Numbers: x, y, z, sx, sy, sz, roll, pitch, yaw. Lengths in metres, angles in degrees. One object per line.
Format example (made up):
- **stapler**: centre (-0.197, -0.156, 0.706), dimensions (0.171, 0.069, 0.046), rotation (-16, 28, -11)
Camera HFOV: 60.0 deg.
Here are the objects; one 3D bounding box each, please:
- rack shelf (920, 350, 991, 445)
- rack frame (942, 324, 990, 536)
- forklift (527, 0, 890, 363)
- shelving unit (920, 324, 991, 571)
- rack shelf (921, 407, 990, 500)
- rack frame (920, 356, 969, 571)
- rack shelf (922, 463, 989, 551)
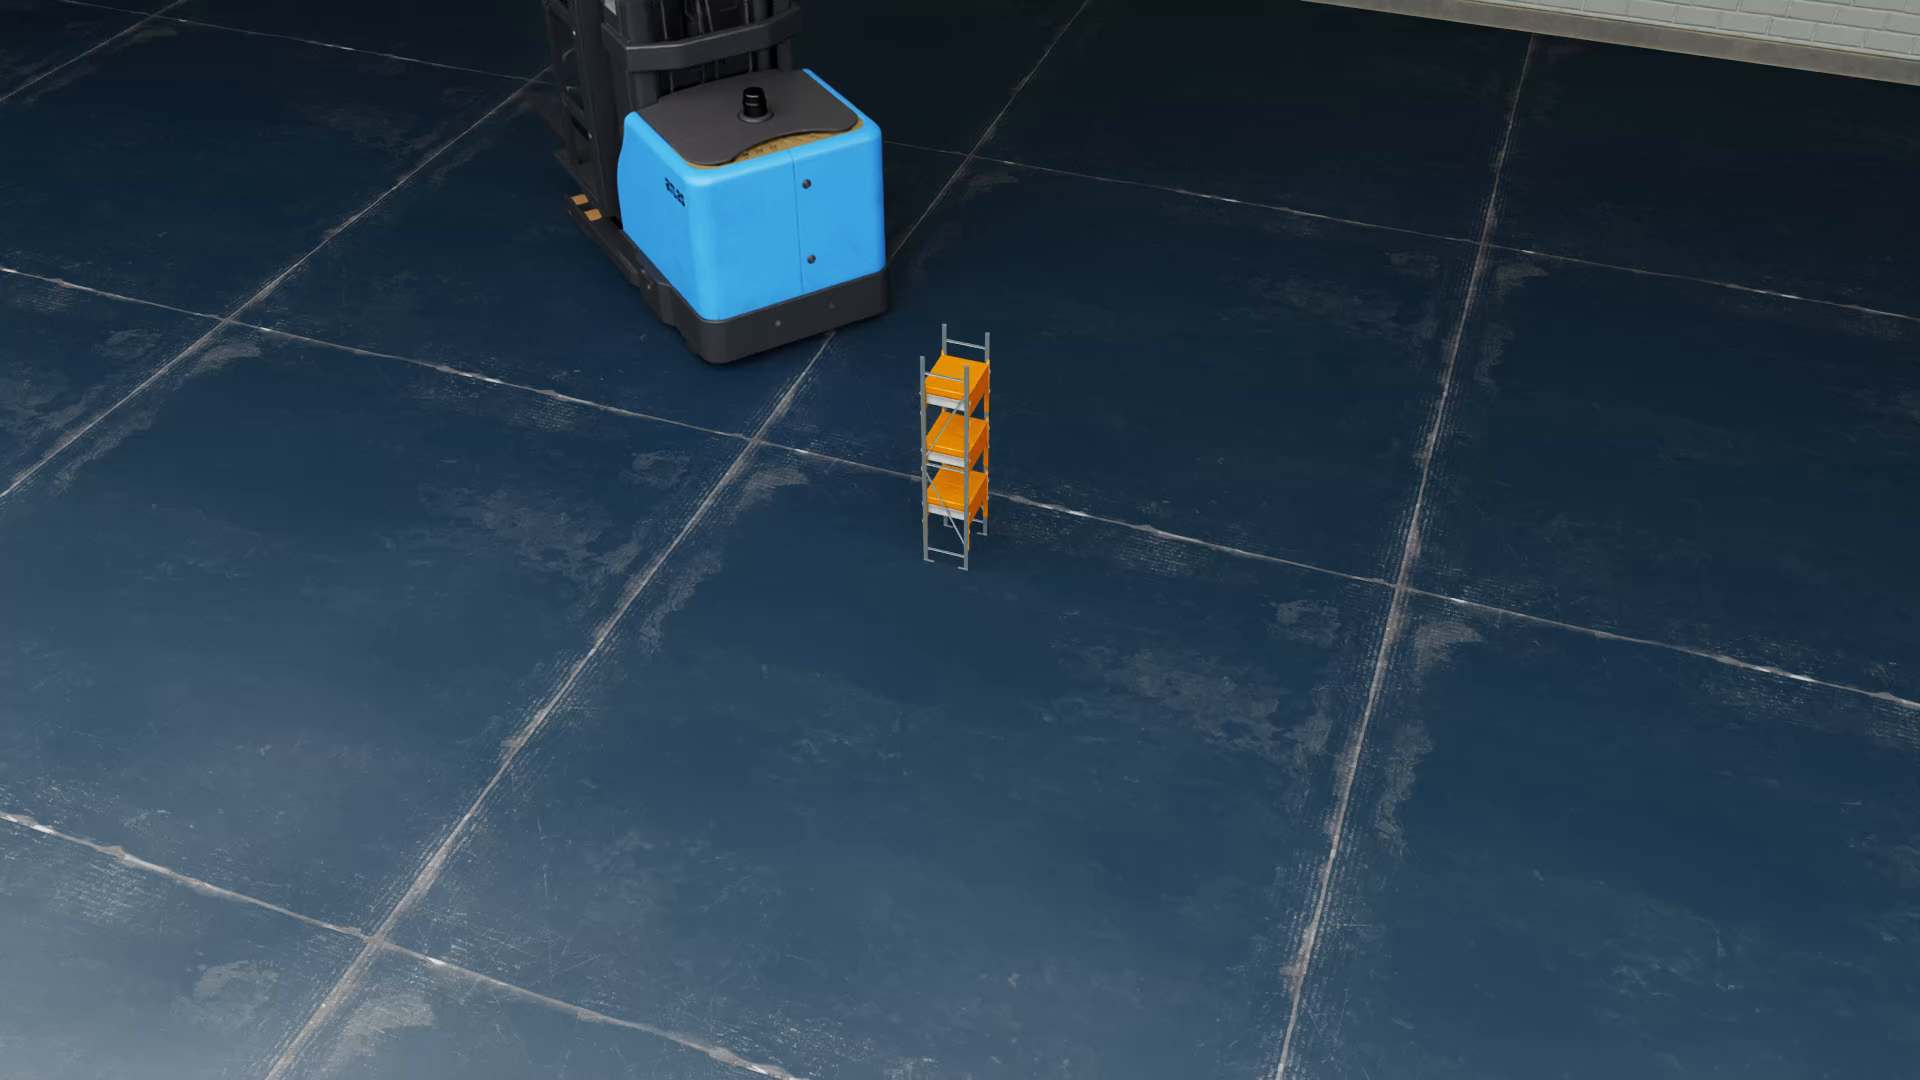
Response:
- **rack shelf**: centre (-0.018, -0.575, 6.694), dimensions (0.215, 0.259, 0.240), rotation (13, 42, 15)
- **rack frame**: centre (0.023, -0.441, 6.958), dimensions (0.200, 1.050, 0.008), rotation (13, 42, 15)
- **forklift**: centre (-1.551, -2.917, 8.411), dimensions (1.130, 2.935, 3.031), rotation (-21, 45, -23)
- **shelving unit**: centre (-0.018, -0.367, 6.871), dimensions (0.215, 1.050, 0.252), rotation (13, 42, 15)
- **rack shelf**: centre (-0.018, -0.359, 6.878), dimensions (0.215, 0.259, 0.240), rotation (13, 42, 15)
- **rack frame**: centre (-0.060, -0.292, 6.784), dimensions (0.200, 1.050, 0.008), rotation (13, 42, 15)
- **rack shelf**: centre (-0.018, -0.147, 7.058), dimensions (0.215, 0.259, 0.240), rotation (13, 42, 15)
